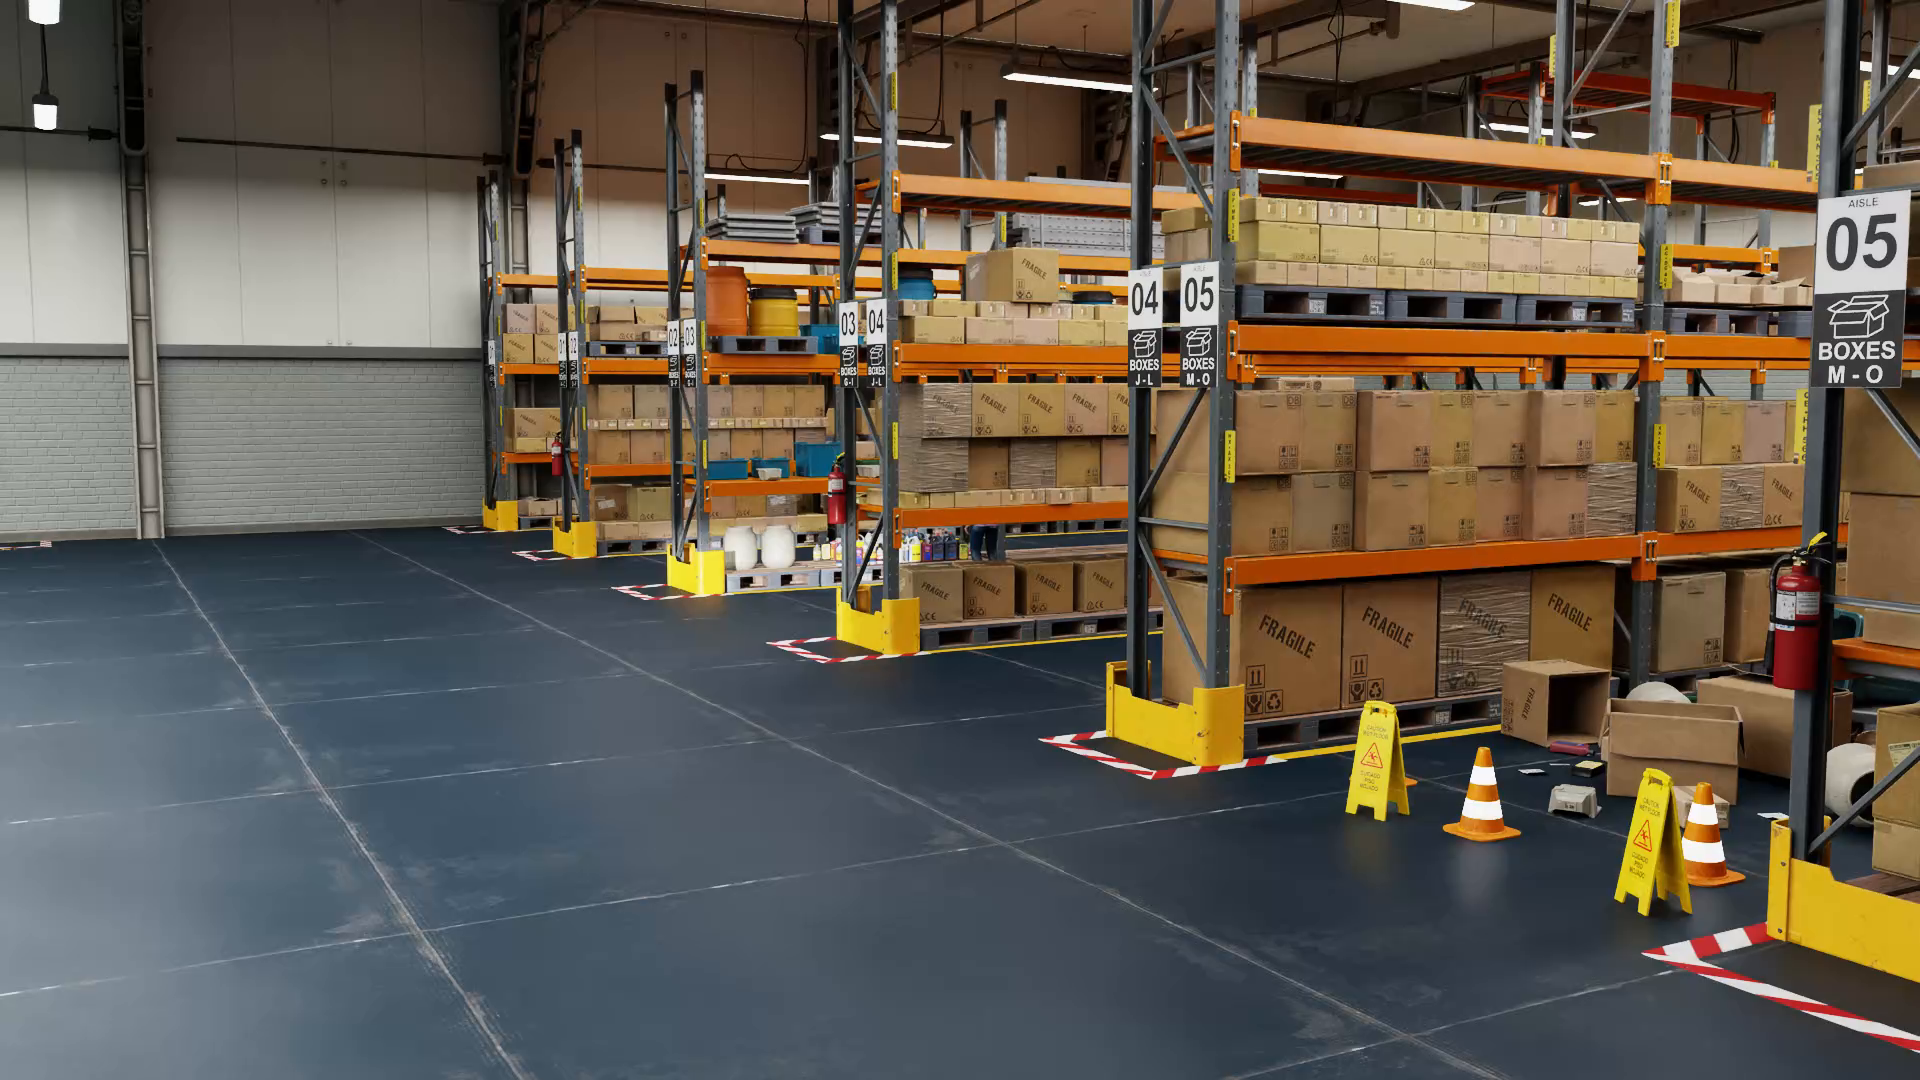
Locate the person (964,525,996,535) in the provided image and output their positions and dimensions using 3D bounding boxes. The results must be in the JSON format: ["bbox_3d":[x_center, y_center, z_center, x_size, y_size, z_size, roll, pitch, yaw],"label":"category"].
[{"bbox_3d":[0.273,-0.181,19.623,0.481,1.594,0.325,-3,6,-31],"label":"person"}]
